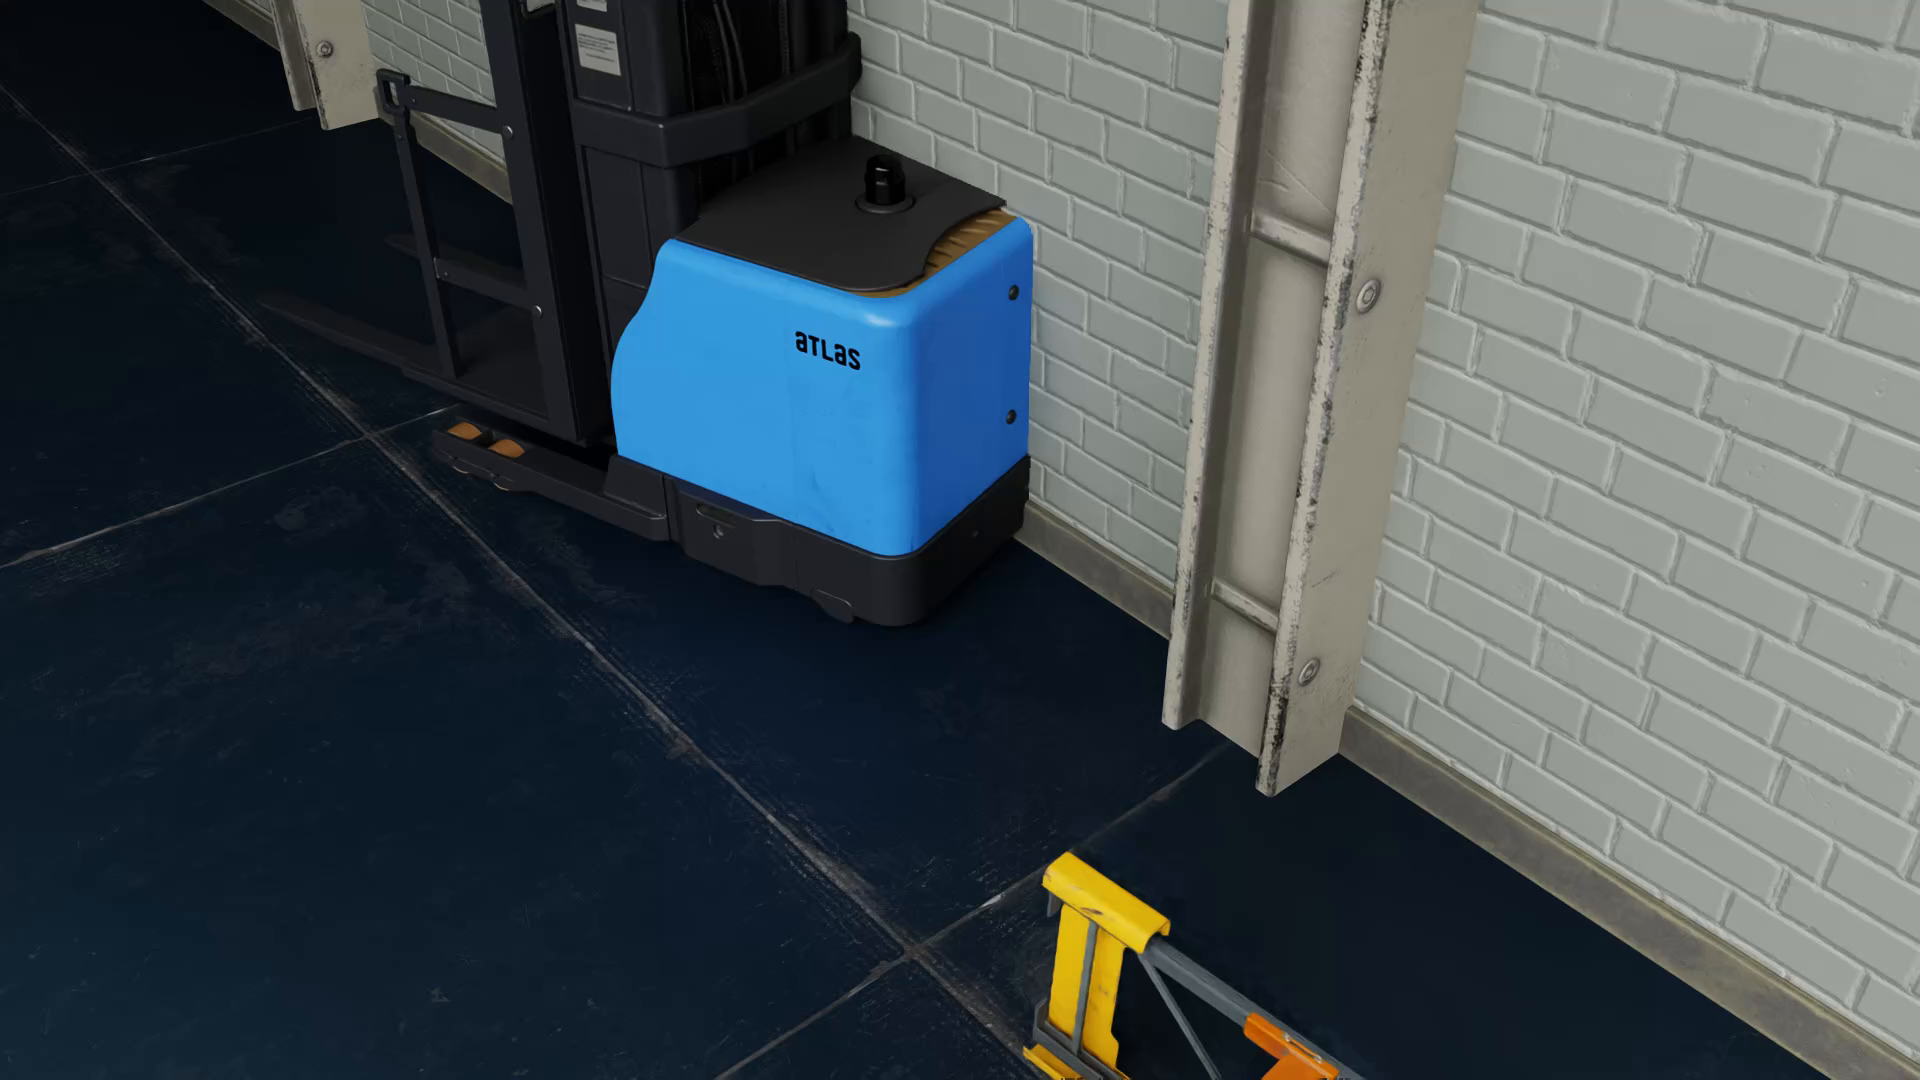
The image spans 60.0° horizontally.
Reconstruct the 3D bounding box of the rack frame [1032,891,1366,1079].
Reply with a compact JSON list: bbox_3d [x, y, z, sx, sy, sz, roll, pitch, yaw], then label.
[{"bbox_3d":[0.730,1.184,3.055,1.500,0.500,0.032,30,43,32],"label":"rack frame"}]

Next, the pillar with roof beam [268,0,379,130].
[{"bbox_3d":[-6.368,-4.192,3.383,9.100,9.000,0.400,-26,43,-32],"label":"pillar with roof beam"}]

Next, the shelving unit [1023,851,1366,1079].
[{"bbox_3d":[0.393,1.382,2.745,1.500,0.587,1.083,30,43,32],"label":"shelving unit"}]

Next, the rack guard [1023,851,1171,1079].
[{"bbox_3d":[0.270,0.921,3.386,0.250,0.587,0.087,30,43,32],"label":"rack guard"}]

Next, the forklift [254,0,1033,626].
[{"bbox_3d":[-1.148,-1.593,4.964,3.031,2.935,1.130,20,40,26],"label":"forklift"}]

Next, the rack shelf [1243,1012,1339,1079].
[{"bbox_3d":[0.254,1.310,2.835,0.185,0.538,1.000,30,43,32],"label":"rack shelf"}]
